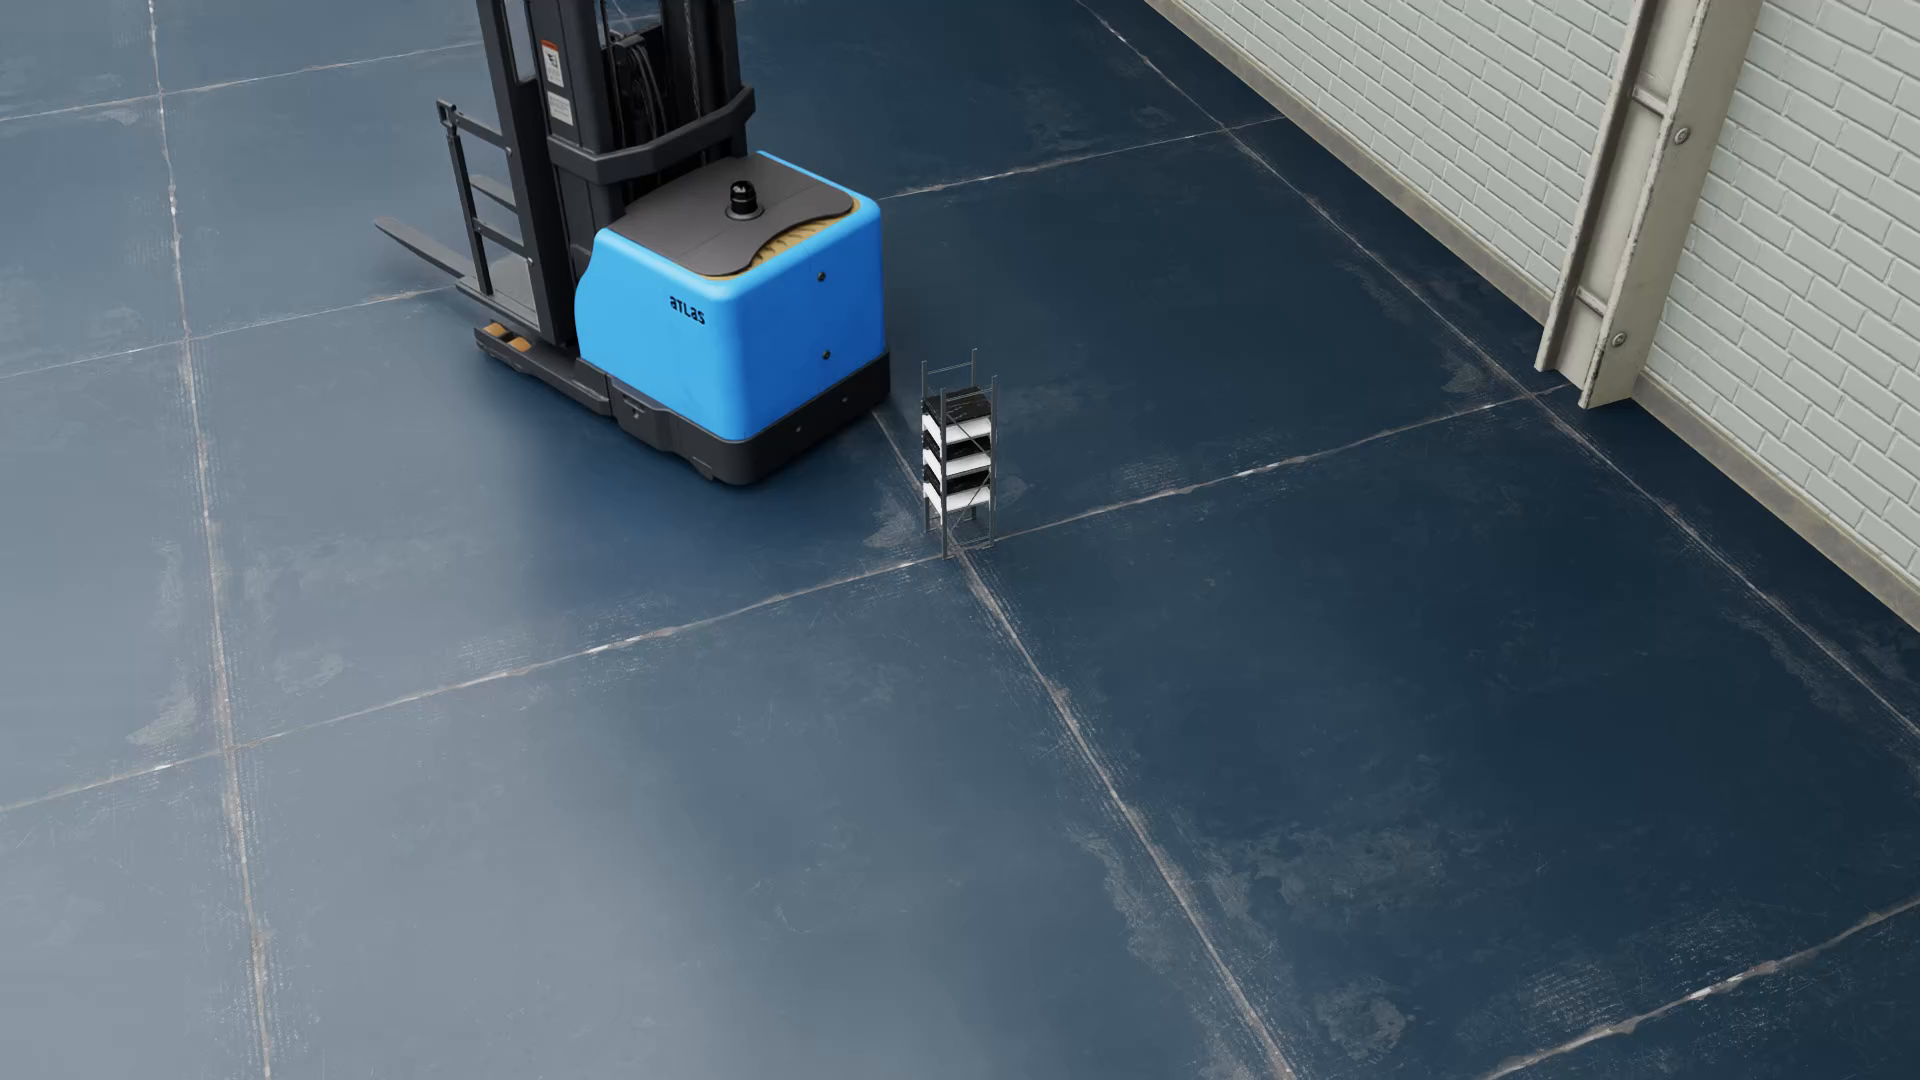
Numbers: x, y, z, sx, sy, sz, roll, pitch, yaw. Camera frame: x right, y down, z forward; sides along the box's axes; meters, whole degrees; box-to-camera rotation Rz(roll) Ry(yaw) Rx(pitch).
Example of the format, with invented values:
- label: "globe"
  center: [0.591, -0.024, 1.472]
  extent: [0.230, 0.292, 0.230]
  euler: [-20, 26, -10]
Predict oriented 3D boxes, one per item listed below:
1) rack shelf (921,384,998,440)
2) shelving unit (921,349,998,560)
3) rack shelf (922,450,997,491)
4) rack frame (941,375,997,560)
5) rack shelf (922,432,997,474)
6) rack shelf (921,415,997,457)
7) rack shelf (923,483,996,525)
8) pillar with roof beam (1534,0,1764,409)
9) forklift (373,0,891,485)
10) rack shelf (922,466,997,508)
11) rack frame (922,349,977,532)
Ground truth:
- label: "rack shelf"
  center: [-0.003, -0.526, 6.808]
  extent: [0.258, 0.077, 0.200]
  euler: [-15, 43, -17]
- label: "shelving unit"
  center: [-0.003, -0.346, 6.962]
  extent: [0.258, 0.900, 0.210]
  euler: [-15, 43, -17]
- label: "rack shelf"
  center: [-0.003, -0.321, 6.984]
  extent: [0.258, 0.077, 0.200]
  euler: [-15, 43, -17]
- label: "rack frame"
  center: [0.036, -0.285, 6.891]
  extent: [0.240, 0.900, 0.006]
  euler: [-15, 43, -17]
- label: "rack shelf"
  center: [-0.003, -0.389, 6.925]
  extent: [0.258, 0.077, 0.200]
  euler: [-15, 43, -17]
- label: "rack shelf"
  center: [-0.003, -0.457, 6.867]
  extent: [0.258, 0.077, 0.200]
  euler: [-15, 43, -17]
- label: "rack shelf"
  center: [-0.003, -0.184, 7.101]
  extent: [0.258, 0.077, 0.200]
  euler: [-15, 43, -17]
- label: "pillar with roof beam"
  center: [-0.914, -3.121, 3.978]
  extent: [9.100, 9.000, 0.400]
  euler: [-15, 43, -17]
- label: "forklift"
  center: [-1.780, -2.175, 7.531]
  extent: [3.031, 2.935, 1.130]
  euler: [29, 49, 30]
- label: "rack shelf"
  center: [-0.003, -0.253, 7.043]
  extent: [0.258, 0.077, 0.200]
  euler: [-15, 43, -17]
- label: "rack frame"
  center: [-0.042, -0.407, 7.034]
  extent: [0.240, 0.900, 0.006]
  euler: [-15, 43, -17]
